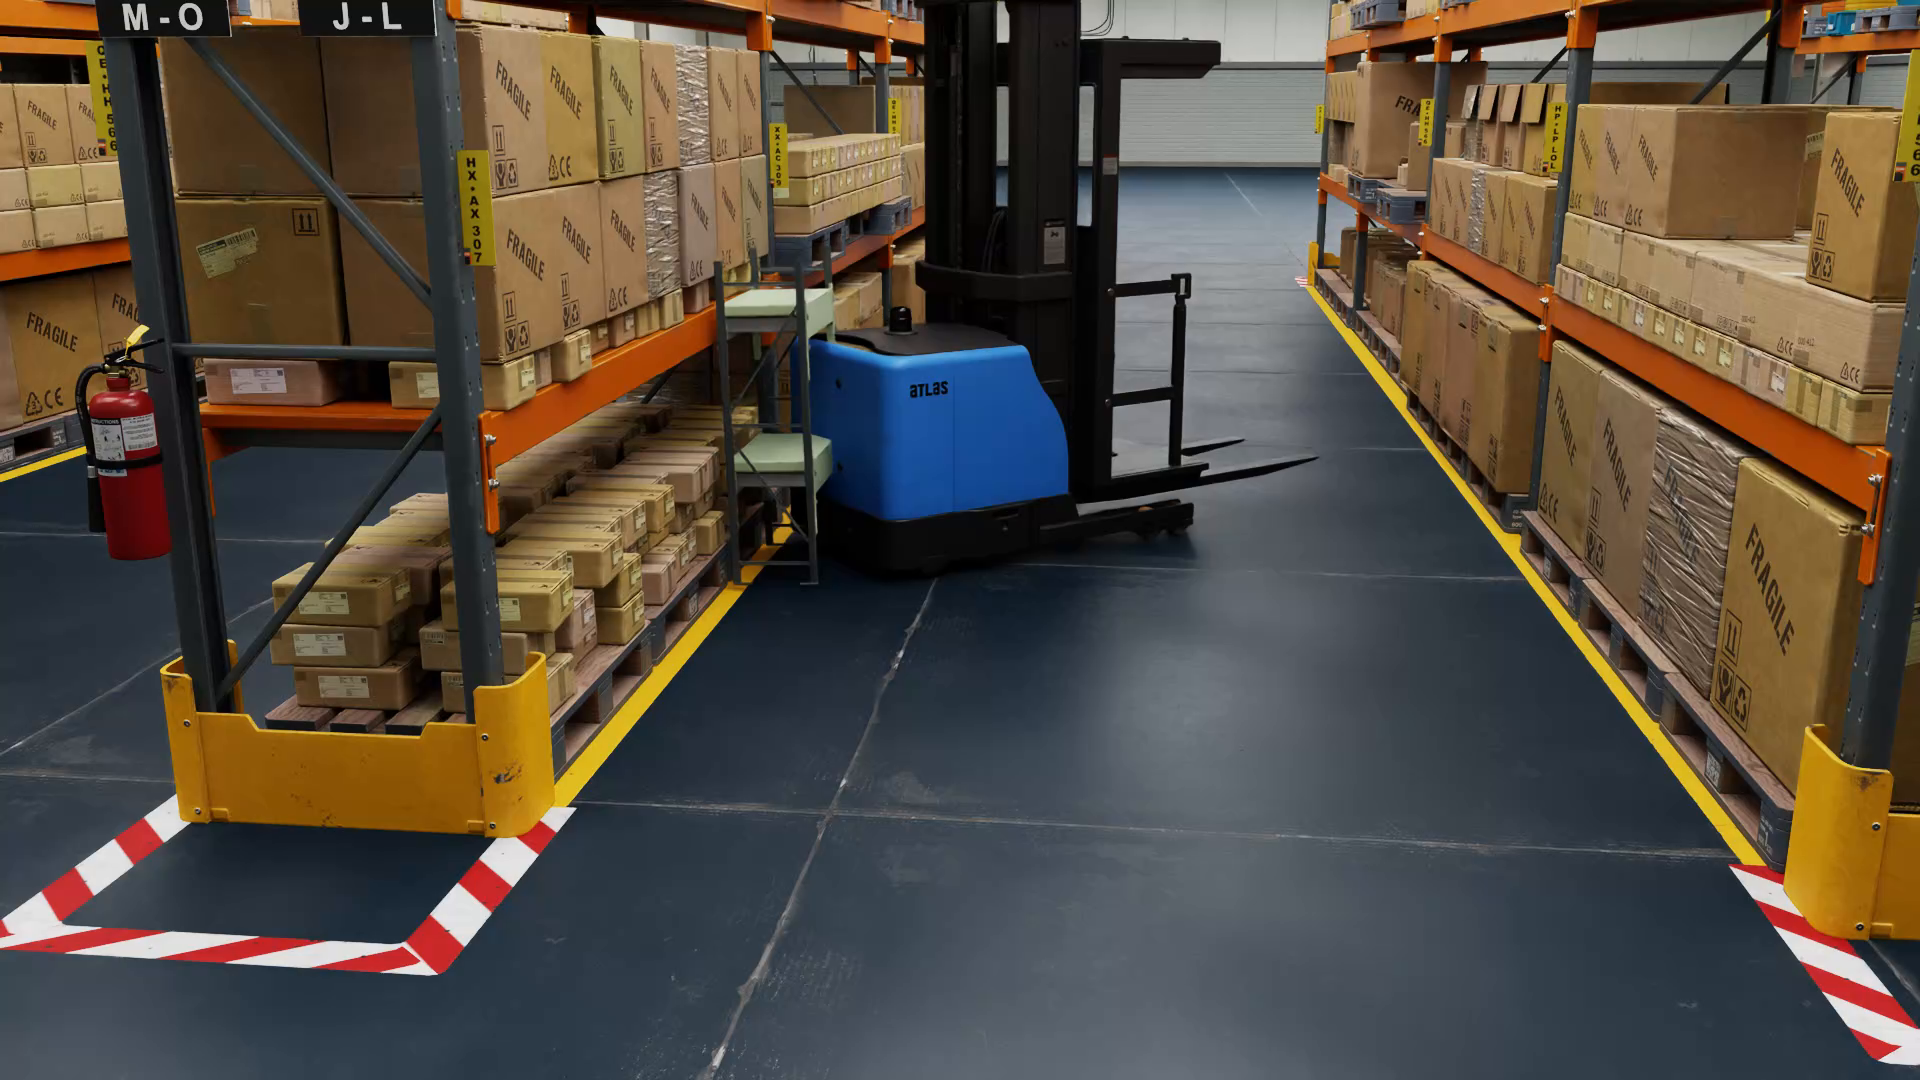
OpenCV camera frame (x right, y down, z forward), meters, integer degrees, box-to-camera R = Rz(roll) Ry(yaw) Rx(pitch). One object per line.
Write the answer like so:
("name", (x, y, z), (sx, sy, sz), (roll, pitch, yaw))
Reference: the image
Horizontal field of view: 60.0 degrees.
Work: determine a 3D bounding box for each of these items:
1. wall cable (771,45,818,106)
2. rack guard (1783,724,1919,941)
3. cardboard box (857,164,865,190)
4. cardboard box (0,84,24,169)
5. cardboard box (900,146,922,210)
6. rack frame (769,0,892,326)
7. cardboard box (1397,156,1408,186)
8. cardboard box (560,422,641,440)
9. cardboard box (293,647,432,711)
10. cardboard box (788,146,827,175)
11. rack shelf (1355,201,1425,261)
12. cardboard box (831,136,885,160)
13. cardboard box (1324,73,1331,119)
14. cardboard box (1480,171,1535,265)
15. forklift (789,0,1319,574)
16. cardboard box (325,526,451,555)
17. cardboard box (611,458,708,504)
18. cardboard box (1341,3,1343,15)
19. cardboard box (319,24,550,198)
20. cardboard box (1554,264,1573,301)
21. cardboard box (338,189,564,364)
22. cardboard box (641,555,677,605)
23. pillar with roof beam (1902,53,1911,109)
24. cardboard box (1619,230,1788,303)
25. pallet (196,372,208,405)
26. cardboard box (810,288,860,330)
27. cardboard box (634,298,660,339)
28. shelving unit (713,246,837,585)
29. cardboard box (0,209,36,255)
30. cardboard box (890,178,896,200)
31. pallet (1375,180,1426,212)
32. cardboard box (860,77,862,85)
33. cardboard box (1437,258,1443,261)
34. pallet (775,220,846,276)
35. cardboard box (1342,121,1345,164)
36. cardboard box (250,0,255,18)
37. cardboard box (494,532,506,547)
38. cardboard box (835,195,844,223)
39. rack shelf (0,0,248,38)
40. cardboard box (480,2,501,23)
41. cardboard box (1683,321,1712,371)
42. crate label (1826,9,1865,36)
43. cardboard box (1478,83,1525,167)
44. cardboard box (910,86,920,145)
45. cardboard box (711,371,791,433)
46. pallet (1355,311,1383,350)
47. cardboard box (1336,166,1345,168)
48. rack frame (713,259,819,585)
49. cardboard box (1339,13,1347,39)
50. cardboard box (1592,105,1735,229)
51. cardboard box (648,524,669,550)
("wall cable", (-5.935, -14.718, 51.800), (3.097, 2.526, 0.112), (2, 15, 6))
("rack guard", (2.979, 0.831, 4.631), (1.175, 0.500, 0.348), (2, 15, 6))
("cardboard box", (-0.808, -2.311, 10.569), (0.380, 0.149, 0.250), (1, 15, 5))
("cardboard box", (-6.049, -2.481, 9.982), (0.500, 0.500, 0.500), (2, 15, 6))
("cardboard box", (-0.602, -3.049, 13.998), (0.500, 0.500, 0.500), (2, 15, 6))
("rack frame", (-1.033, -2.629, 12.638), (1.000, 3.000, 0.127), (2, 15, 6))
("cardboard box", (3.804, -3.035, 13.593), (0.396, 0.266, 0.258), (1, 15, 5))
("cardboard box", (-1.798, -0.485, 8.228), (0.380, 0.149, 0.250), (1, 15, 5))
("cardboard box", (-2.083, 0.477, 5.810), (0.380, 0.149, 0.250), (2, 15, 7))
("cardboard box", (-0.957, -2.121, 9.298), (0.380, 0.149, 0.250), (2, 15, 8))
("rack shelf", (4.110, -2.628, 14.013), (1.077, 0.370, 4.000), (2, 15, 6))
("cardboard box", (-0.719, -2.655, 11.270), (0.380, 0.149, 0.250), (2, 15, 8))
("cardboard box", (4.454, -5.071, 18.994), (0.500, 0.500, 0.500), (2, 15, 6))
("cardboard box", (3.329, -1.861, 9.605), (0.500, 0.500, 0.500), (2, 15, 6))
("forklift", (0.630, -1.527, 8.694), (3.031, 2.935, 1.130), (-10, 18, -33))
("cardboard box", (-2.139, 0.053, 6.237), (0.380, 0.149, 0.250), (1, 15, 5))
("cardboard box", (-1.340, -0.265, 7.413), (0.380, 0.149, 0.250), (1, 15, 4))
("cardboard box", (4.393, -5.833, 18.264), (0.380, 0.149, 0.250), (2, 15, 9))
("cardboard box", (-1.621, -1.337, 5.184), (0.500, 0.500, 0.500), (2, 15, 6))
("cardboard box", (3.069, -1.231, 7.950), (0.380, 0.149, 0.250), (2, 15, 6))
("cardboard box", (-1.610, -0.854, 5.313), (0.500, 0.500, 0.500), (2, 15, 9))
("cardboard box", (-1.403, 0.164, 6.967), (0.380, 0.149, 0.250), (1, 15, 4))
("pillar with roof beam", (18.763, -13.134, 39.996), (9.100, 9.000, 0.400), (2, 15, 6))
("cardboard box", (3.005, -1.113, 6.749), (0.500, 0.250, 0.500), (2, 15, 8))
("pallet", (-6.127, -1.200, 12.696), (1.003, 0.211, 1.213), (2, 15, 6))
("cardboard box", (-0.969, -1.539, 11.156), (0.500, 0.250, 0.500), (2, 15, 8))
("cardboard box", (-1.448, -0.913, 6.774), (0.380, 0.149, 0.250), (2, 15, 8))
("shelving unit", (-0.844, -0.609, 7.936), (0.431, 1.500, 0.755), (0, 14, 6))
("cardboard box", (-6.045, -1.879, 10.153), (0.500, 0.250, 0.500), (1, 15, 5))
("cardboard box", (-0.662, -2.505, 11.855), (0.380, 0.149, 0.250), (2, 15, 6))
("pallet", (4.067, -2.879, 13.929), (1.003, 0.211, 1.213), (2, 15, 6))
("cardboard box", (-0.559, -4.501, 17.205), (0.875, 0.550, 0.550), (2, 15, 6))
("cardboard box", (3.980, -2.137, 13.328), (0.500, 0.250, 0.500), (3, 16, 13))
("pallet", (-1.253, -1.693, 9.544), (1.003, 0.211, 1.213), (2, 15, 6))
("cardboard box", (4.760, -4.448, 18.605), (0.875, 0.500, 0.500), (2, 15, 6))
("cardboard box", (-5.758, -4.152, 13.005), (0.380, 0.149, 0.250), (2, 15, 6))
("cardboard box", (-2.057, 0.061, 6.777), (0.380, 0.149, 0.250), (2, 15, 7))
("cardboard box", (-0.896, -1.964, 9.854), (0.380, 0.149, 0.250), (2, 15, 7))
("rack shelf", (-6.188, -3.331, 10.864), (1.077, 0.370, 4.000), (2, 15, 6))
("cardboard box", (-5.141, -5.545, 17.394), (0.500, 0.250, 0.500), (2, 15, 6))
("cardboard box", (2.837, -0.695, 5.966), (0.380, 0.149, 0.250), (2, 15, 6))
("crate label", (9.169, -5.286, 17.003), (0.502, 0.251, 0.408), (2, 15, 6))
("cardboard box", (3.709, -2.631, 10.533), (0.797, 0.503, 0.637), (2, 15, 8))
("cardboard box", (-0.745, -3.804, 14.876), (0.700, 0.500, 0.500), (2, 15, 7))
("cardboard box", (-1.137, -0.771, 9.753), (0.500, 0.500, 0.500), (2, 15, 8))
("pallet", (4.249, -1.946, 15.455), (1.003, 0.211, 1.213), (2, 15, 6))
("cardboard box", (4.384, -4.085, 18.503), (0.380, 0.149, 0.250), (2, 15, 6))
("rack frame", (-0.879, -0.517, 7.583), (0.400, 1.500, 0.023), (0, 14, 6))
("cardboard box", (4.364, -5.528, 17.898), (0.500, 0.250, 0.500), (2, 15, 6))
("cardboard box", (3.061, -1.608, 7.144), (0.500, 0.500, 0.500), (2, 15, 6))
("cardboard box", (-1.493, -0.064, 7.241), (0.380, 0.149, 0.250), (2, 15, 9))
